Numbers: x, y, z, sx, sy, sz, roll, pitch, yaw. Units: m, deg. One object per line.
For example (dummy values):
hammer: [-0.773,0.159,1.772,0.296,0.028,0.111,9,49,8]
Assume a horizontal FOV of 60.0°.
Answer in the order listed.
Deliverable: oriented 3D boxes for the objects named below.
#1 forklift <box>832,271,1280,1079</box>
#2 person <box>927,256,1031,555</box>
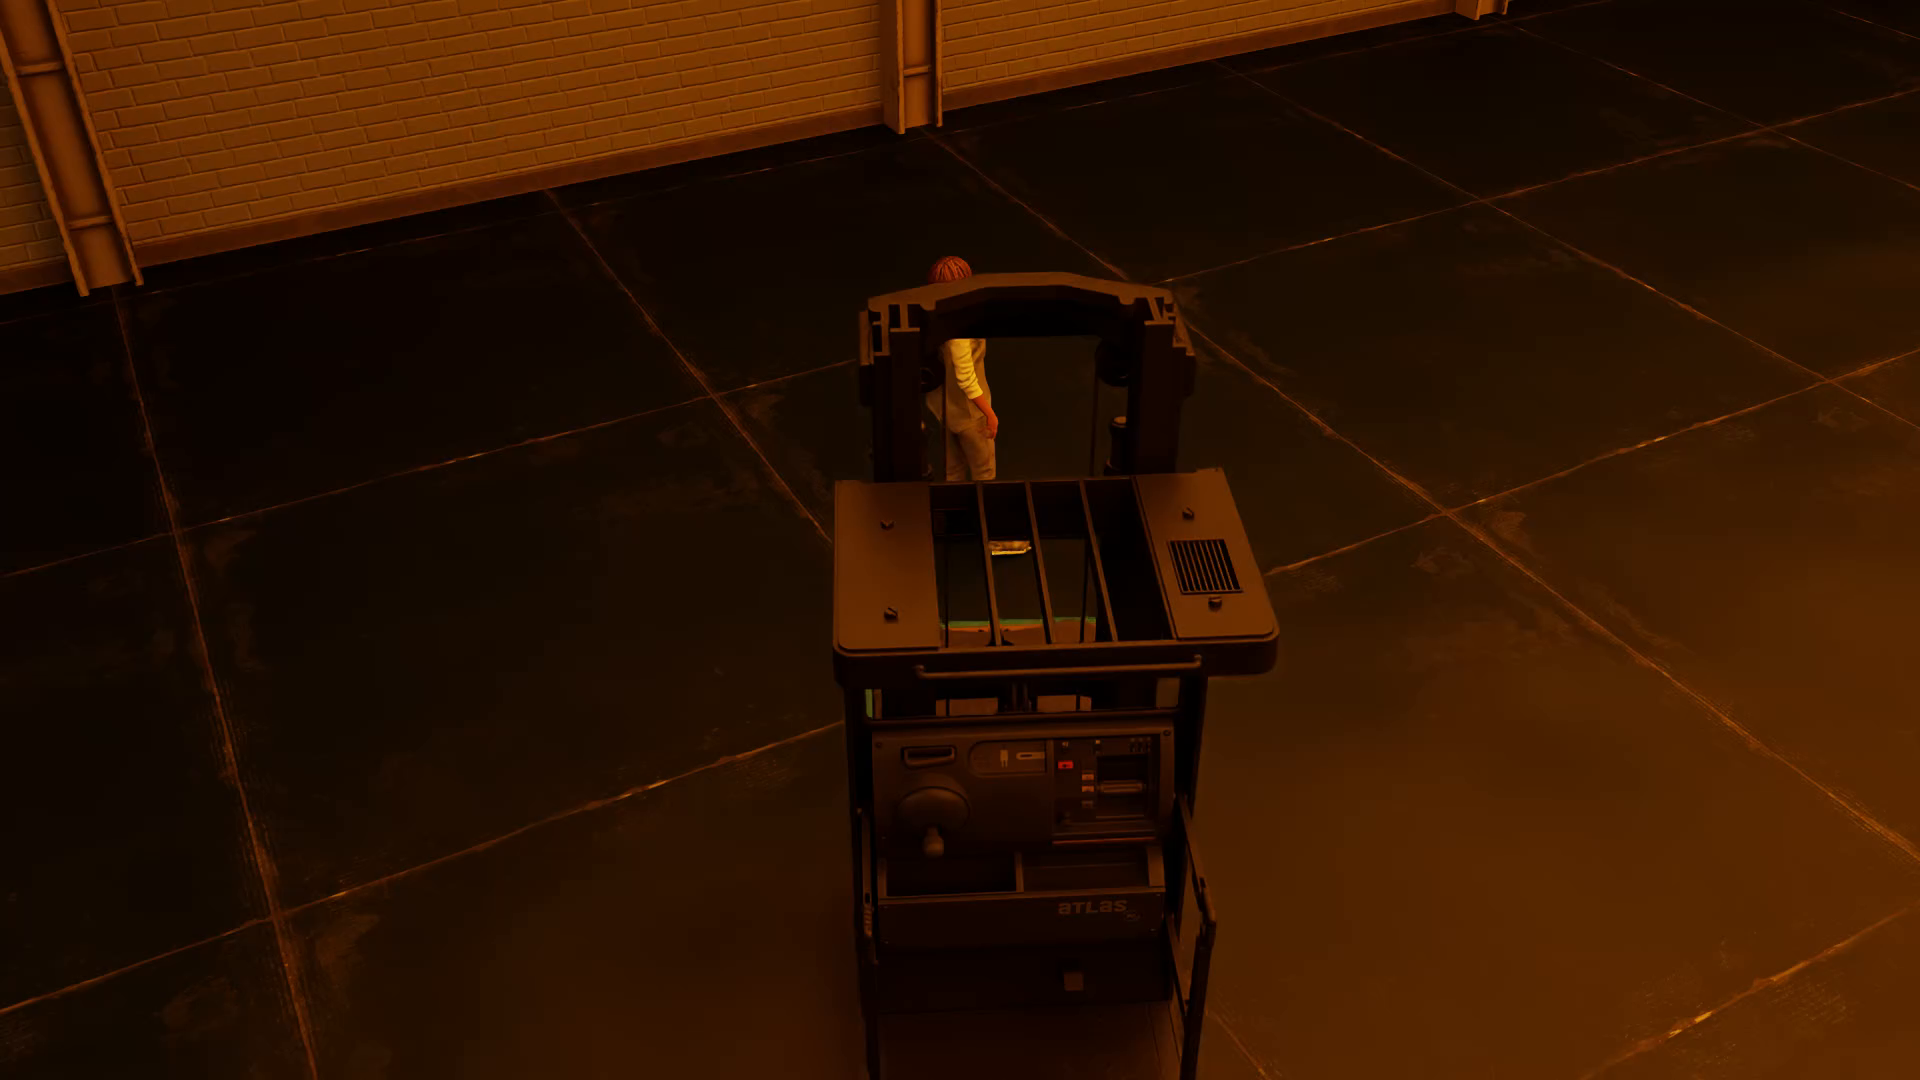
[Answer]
forklift: [0.211,0.830,4.948,1.130,2.935,3.031,-2,35,-3]
person: [0.072,-0.671,8.215,0.475,1.597,0.520,-17,39,-23]
